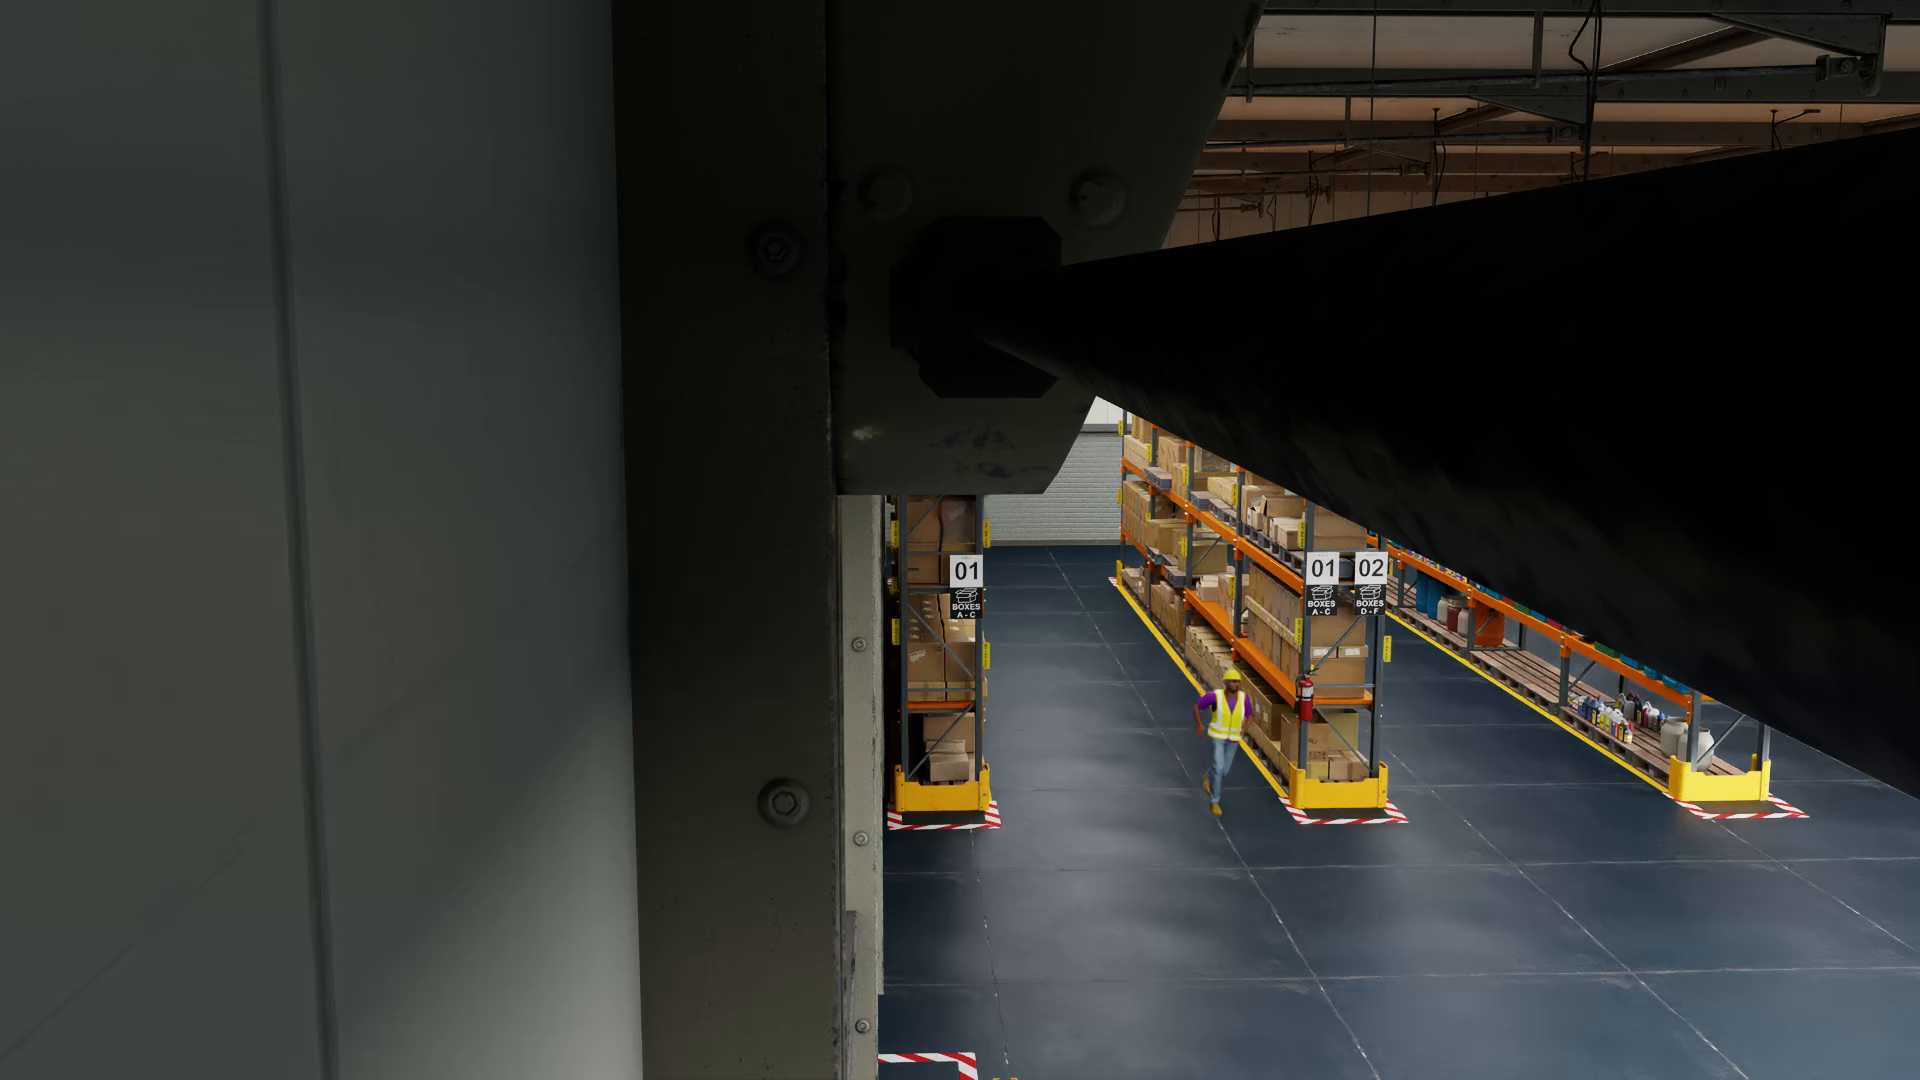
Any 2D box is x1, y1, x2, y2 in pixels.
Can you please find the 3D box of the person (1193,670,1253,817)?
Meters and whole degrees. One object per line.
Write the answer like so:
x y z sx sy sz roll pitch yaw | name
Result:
3.278 2.458 20.622 0.738 1.749 0.871 -2 9 -10 | person
